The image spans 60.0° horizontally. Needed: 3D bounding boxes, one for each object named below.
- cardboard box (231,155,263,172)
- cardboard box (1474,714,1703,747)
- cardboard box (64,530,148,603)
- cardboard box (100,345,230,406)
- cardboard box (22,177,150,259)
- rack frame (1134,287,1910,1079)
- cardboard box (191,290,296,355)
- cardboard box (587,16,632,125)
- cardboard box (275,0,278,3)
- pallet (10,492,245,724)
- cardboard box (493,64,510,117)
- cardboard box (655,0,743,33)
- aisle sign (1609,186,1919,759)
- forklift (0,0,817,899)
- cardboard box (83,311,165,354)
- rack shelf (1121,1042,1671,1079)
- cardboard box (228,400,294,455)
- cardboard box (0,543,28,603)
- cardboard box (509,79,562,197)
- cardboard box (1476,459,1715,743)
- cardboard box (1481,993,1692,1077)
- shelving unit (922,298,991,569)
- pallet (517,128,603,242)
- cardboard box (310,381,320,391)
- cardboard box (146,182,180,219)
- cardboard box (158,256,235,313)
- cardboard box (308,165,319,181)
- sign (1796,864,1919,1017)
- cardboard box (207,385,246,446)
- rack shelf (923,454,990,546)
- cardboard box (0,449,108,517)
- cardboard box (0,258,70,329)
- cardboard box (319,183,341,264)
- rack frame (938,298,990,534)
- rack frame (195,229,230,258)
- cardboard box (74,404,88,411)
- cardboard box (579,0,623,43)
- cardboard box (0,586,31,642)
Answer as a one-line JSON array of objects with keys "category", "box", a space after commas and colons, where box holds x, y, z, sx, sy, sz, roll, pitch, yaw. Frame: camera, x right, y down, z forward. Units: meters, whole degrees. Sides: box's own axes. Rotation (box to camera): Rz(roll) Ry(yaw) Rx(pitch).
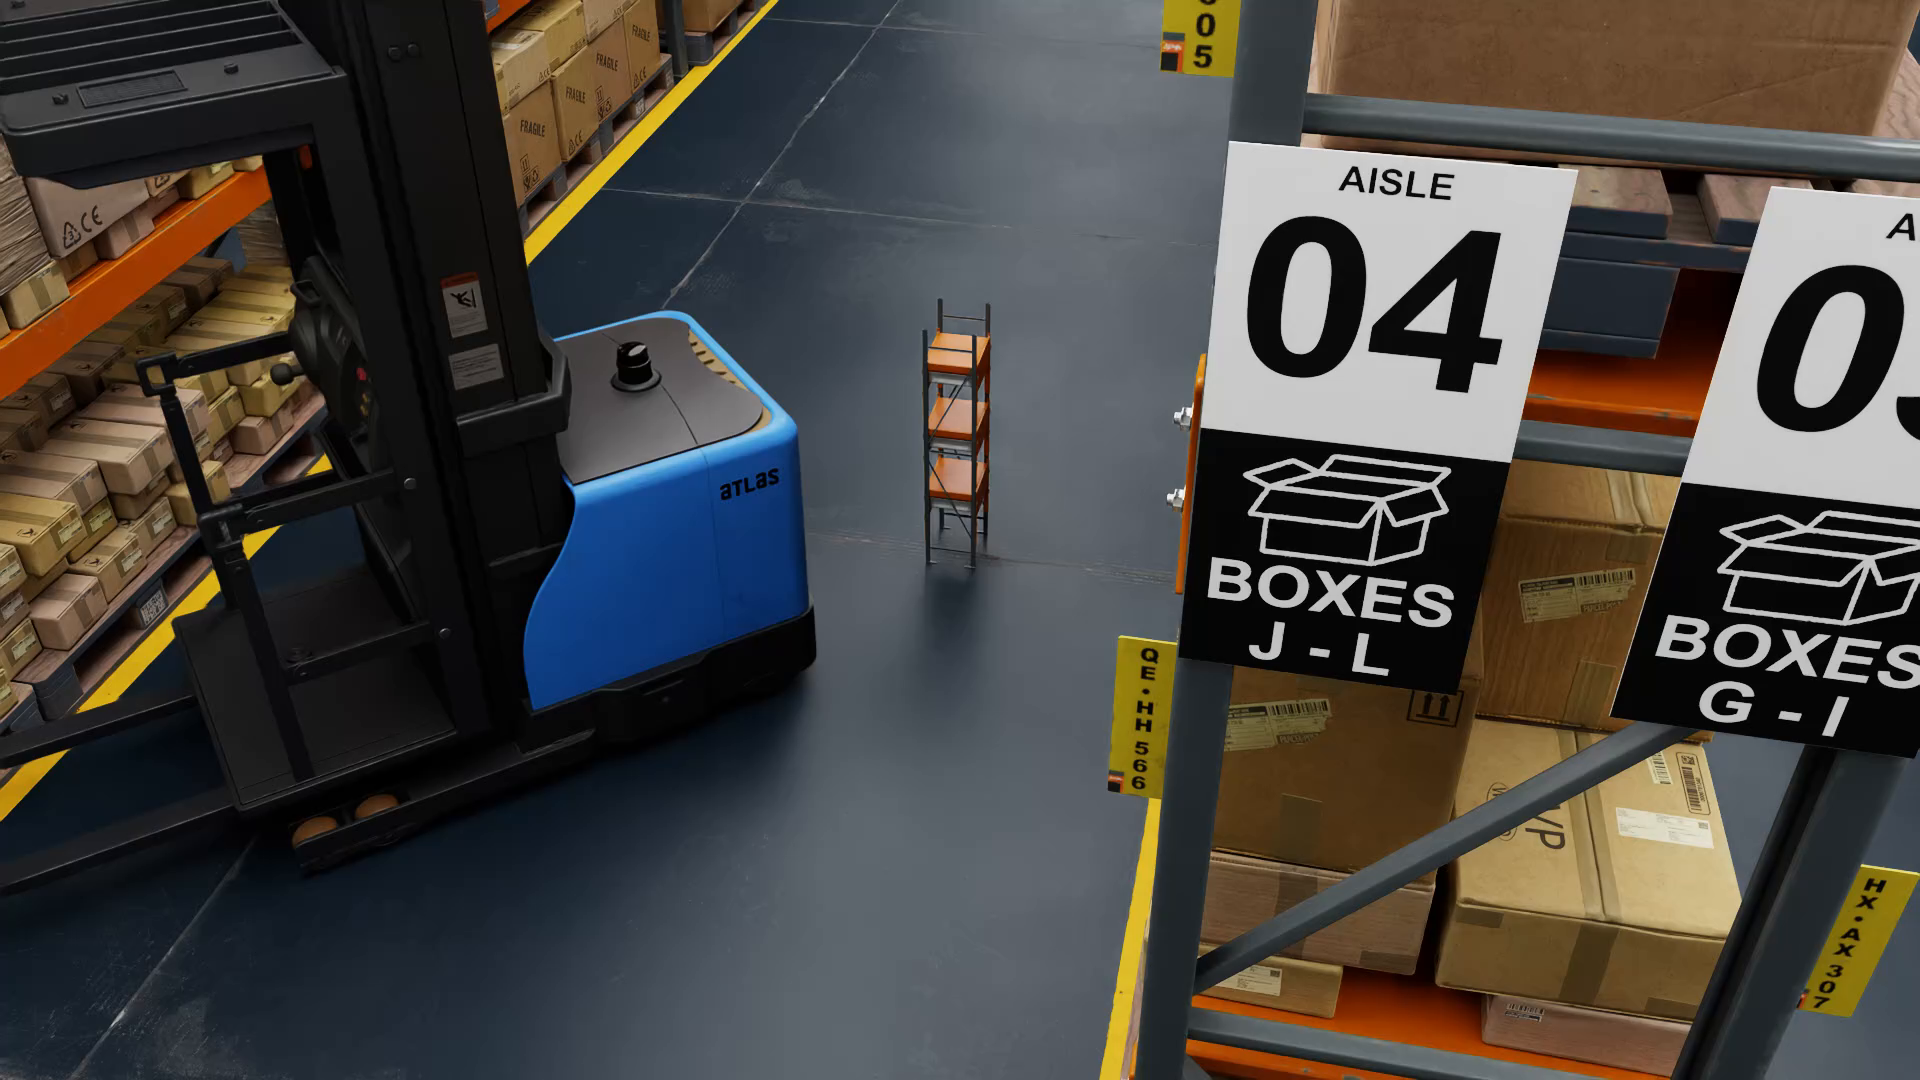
[{"category": "cardboard box", "box": [-2.933, -1.592, 6.605, 0.380, 0.149, 0.250, 6, 36, 9]}, {"category": "cardboard box", "box": [1.288, 0.325, 3.620, 0.500, 0.250, 0.500, 7, 37, 9]}, {"category": "cardboard box", "box": [-3.265, 0.081, 6.154, 0.380, 0.149, 0.250, 7, 37, 10]}, {"category": "cardboard box", "box": [-3.168, -0.634, 6.633, 0.380, 0.149, 0.250, 8, 37, 11]}, {"category": "cardboard box", "box": [-3.199, -1.314, 5.668, 0.500, 0.500, 0.500, 7, 37, 10]}, {"category": "rack frame", "box": [0.817, 0.925, 2.918, 1.000, 3.000, 0.127, 7, 37, 10]}, {"category": "cardboard box", "box": [-2.990, -0.917, 7.023, 0.380, 0.149, 0.250, 8, 37, 11]}, {"category": "cardboard box", "box": [-2.298, -2.792, 9.819, 0.500, 0.500, 0.500, 9, 37, 12]}, {"category": "cardboard box", "box": [-2.980, -1.896, 6.472, 0.500, 0.500, 0.500, 7, 37, 10]}, {"category": "pallet", "box": [-3.520, 0.172, 6.333, 1.003, 0.211, 1.213, 7, 37, 10]}, {"category": "cardboard box", "box": [-2.625, -2.206, 8.371, 0.500, 0.250, 0.500, 8, 37, 11]}, {"category": "cardboard box", "box": [-2.080, -3.938, 11.187, 1.050, 0.750, 0.750, 7, 36, 9]}, {"category": "aisle sign", "box": [1.095, -0.049, 2.046, 0.394, 0.787, 0.004, 7, 37, 10]}, {"category": "forklift", "box": [-2.050, -0.494, 4.934, 3.031, 2.935, 1.130, -19, 40, -25]}, {"category": "cardboard box", "box": [-3.551, -0.832, 6.906, 0.380, 0.149, 0.250, 7, 36, 9]}, {"category": "rack shelf", "box": [1.244, 0.069, 4.711, 1.077, 0.370, 4.000, 7, 37, 10]}, {"category": "cardboard box", "box": [-3.034, -0.498, 6.953, 0.380, 0.149, 0.250, 6, 36, 8]}, {"category": "cardboard box", "box": [-3.402, 0.119, 5.595, 0.380, 0.149, 0.250, 9, 37, 12]}, {"category": "cardboard box", "box": [-2.525, -2.202, 9.004, 0.500, 0.500, 0.500, 8, 37, 11]}, {"category": "cardboard box", "box": [1.290, 0.033, 3.383, 0.500, 0.500, 0.500, 6, 36, 9]}, {"category": "cardboard box", "box": [1.215, 0.864, 3.216, 0.380, 0.149, 0.250, 8, 37, 10]}, {"category": "shelving unit", "box": [-0.011, -0.394, 6.400, 0.215, 1.050, 0.252, 7, 37, 10]}, {"category": "pallet", "box": [-2.729, -2.067, 9.422, 1.003, 0.211, 1.213, 7, 37, 10]}, {"category": "cardboard box", "box": [-2.903, -0.796, 7.364, 0.380, 0.149, 0.250, 8, 37, 11]}, {"category": "cardboard box", "box": [-3.171, -1.307, 6.212, 0.380, 0.149, 0.250, 6, 36, 9]}, {"category": "cardboard box", "box": [-3.428, -1.133, 7.322, 0.380, 0.149, 0.250, 9, 37, 12]}, {"category": "cardboard box", "box": [-3.240, -1.968, 8.043, 0.500, 0.250, 0.500, 6, 36, 9]}, {"category": "sign", "box": [1.358, 0.615, 2.540, 0.100, 0.325, 0.005, 7, 37, 10]}, {"category": "cardboard box", "box": [-3.144, -0.520, 6.729, 0.380, 0.149, 0.250, 8, 37, 10]}, {"category": "rack shelf", "box": [-0.011, -0.161, 6.569, 0.215, 0.259, 0.240, 7, 37, 10]}, {"category": "cardboard box", "box": [-3.341, -0.182, 6.010, 0.380, 0.149, 0.250, 7, 37, 10]}, {"category": "cardboard box", "box": [-3.248, -0.848, 5.578, 0.380, 0.149, 0.250, 8, 37, 11]}, {"category": "cardboard box", "box": [-2.736, -1.597, 8.169, 0.500, 0.500, 0.500, 9, 37, 12]}, {"category": "rack frame", "box": [0.015, -0.464, 6.496, 0.200, 1.050, 0.008, 7, 37, 10]}, {"category": "rack frame", "box": [-3.152, -2.048, 7.020, 1.000, 3.000, 0.127, 7, 37, 10]}, {"category": "cardboard box", "box": [-3.586, -0.562, 6.787, 0.380, 0.149, 0.250, 6, 36, 8]}, {"category": "cardboard box", "box": [-2.285, -3.087, 9.587, 0.500, 0.250, 0.500, 8, 37, 11]}, {"category": "cardboard box", "box": [-3.440, 0.242, 5.678, 0.380, 0.149, 0.250, 6, 36, 8]}]
